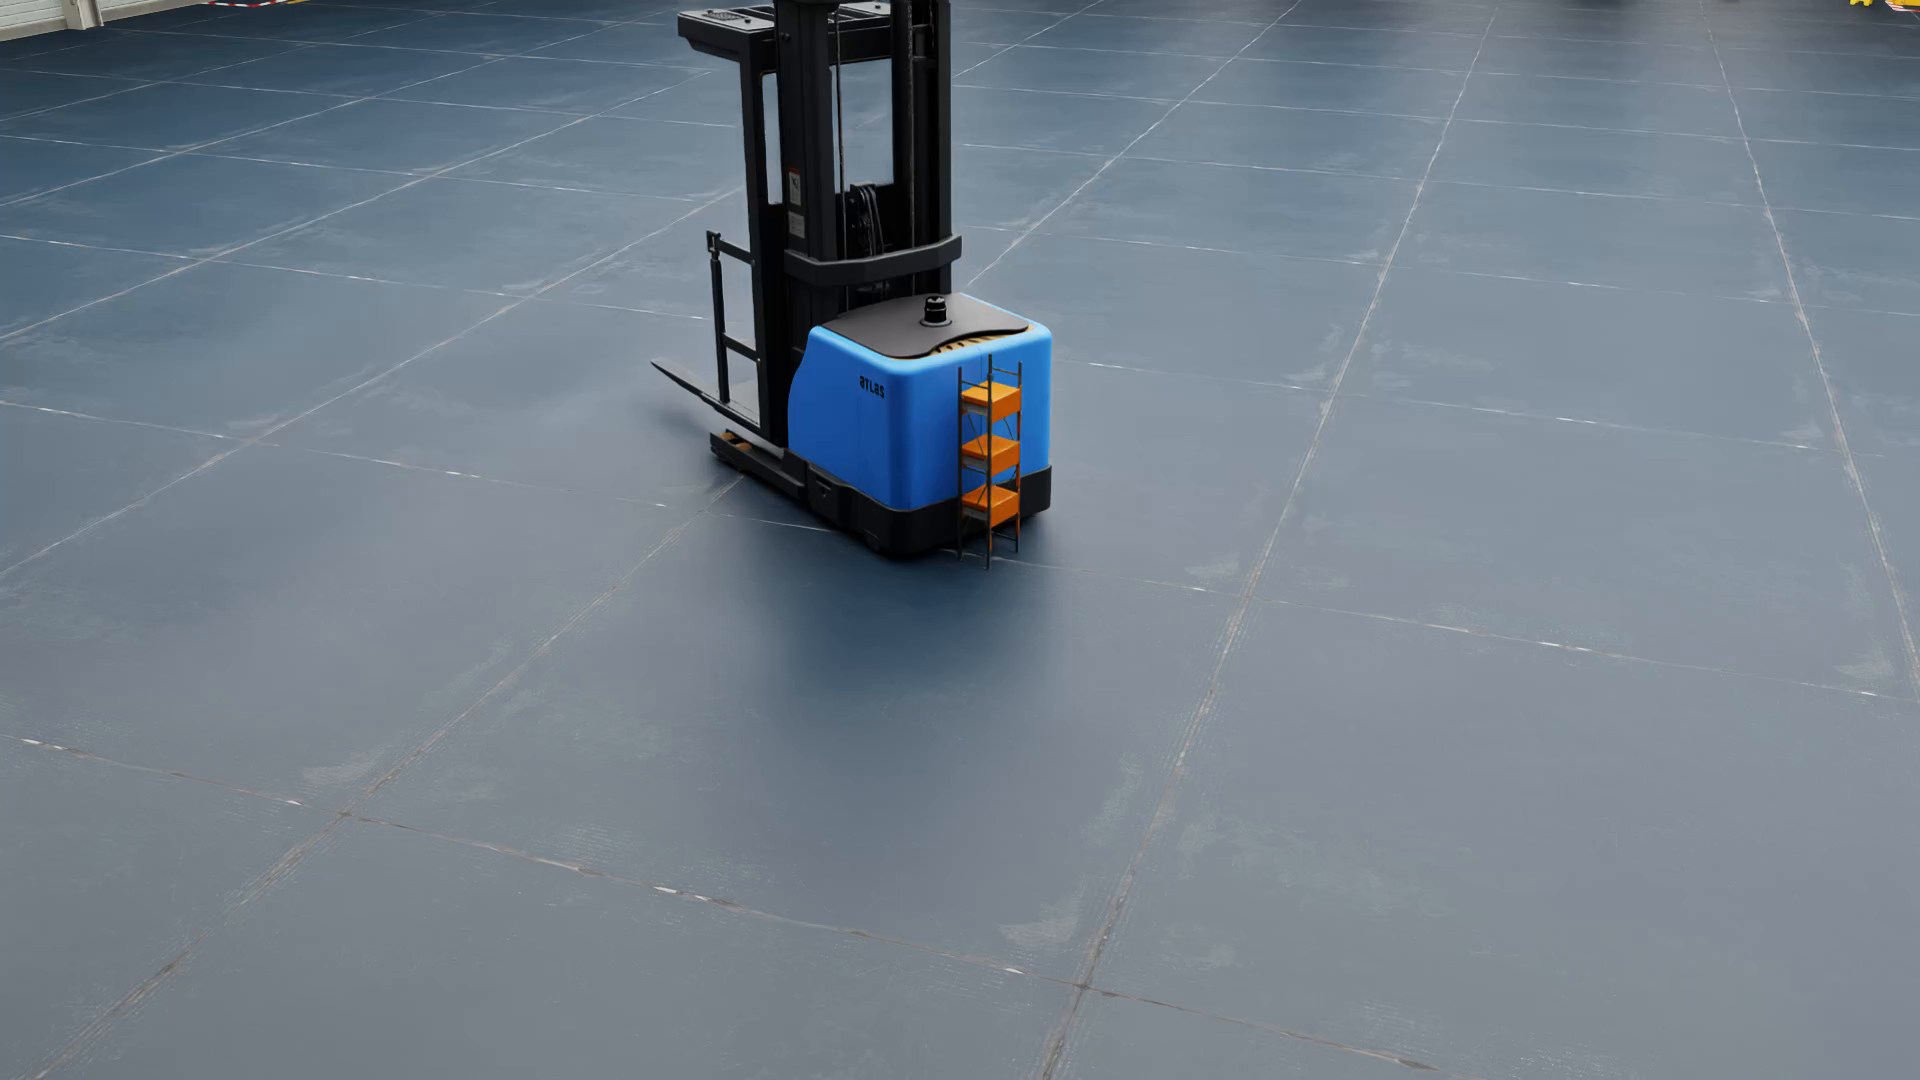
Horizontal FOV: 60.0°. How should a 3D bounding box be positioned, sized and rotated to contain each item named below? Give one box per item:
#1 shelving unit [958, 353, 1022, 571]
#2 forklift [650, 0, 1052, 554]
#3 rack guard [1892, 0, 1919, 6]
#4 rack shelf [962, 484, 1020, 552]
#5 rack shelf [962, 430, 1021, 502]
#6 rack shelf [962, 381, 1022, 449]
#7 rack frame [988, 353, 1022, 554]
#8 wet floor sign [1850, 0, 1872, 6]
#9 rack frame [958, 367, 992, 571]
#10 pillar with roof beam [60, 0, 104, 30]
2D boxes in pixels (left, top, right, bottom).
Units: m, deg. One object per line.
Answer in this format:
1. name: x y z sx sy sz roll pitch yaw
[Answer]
1. shelving unit: 0.147 -0.385 8.340 0.215 1.050 0.252 19 32 34
2. forklift: -0.798 -1.828 9.162 1.130 2.935 3.031 -18 31 -33
3. rack guard: 15.281 -8.616 25.972 1.175 0.500 0.348 9 27 17
4. rack shelf: 0.147 -0.125 8.466 0.215 0.259 0.240 19 32 34
5. rack shelf: 0.147 -0.375 8.345 0.215 0.259 0.240 19 32 34
6. rack shelf: 0.147 -0.631 8.221 0.215 0.259 0.240 19 32 34
7. rack frame: 0.222 -0.427 8.426 0.200 1.050 0.008 19 32 34
8. wet floor sign: 14.184 -8.727 26.035 0.267 0.644 0.232 20 32 35
9. rack frame: 0.072 -0.343 8.253 0.200 1.050 0.008 19 32 34
10. pillar with roof beam: -8.619 -10.860 20.853 9.100 9.000 0.400 9 27 17
